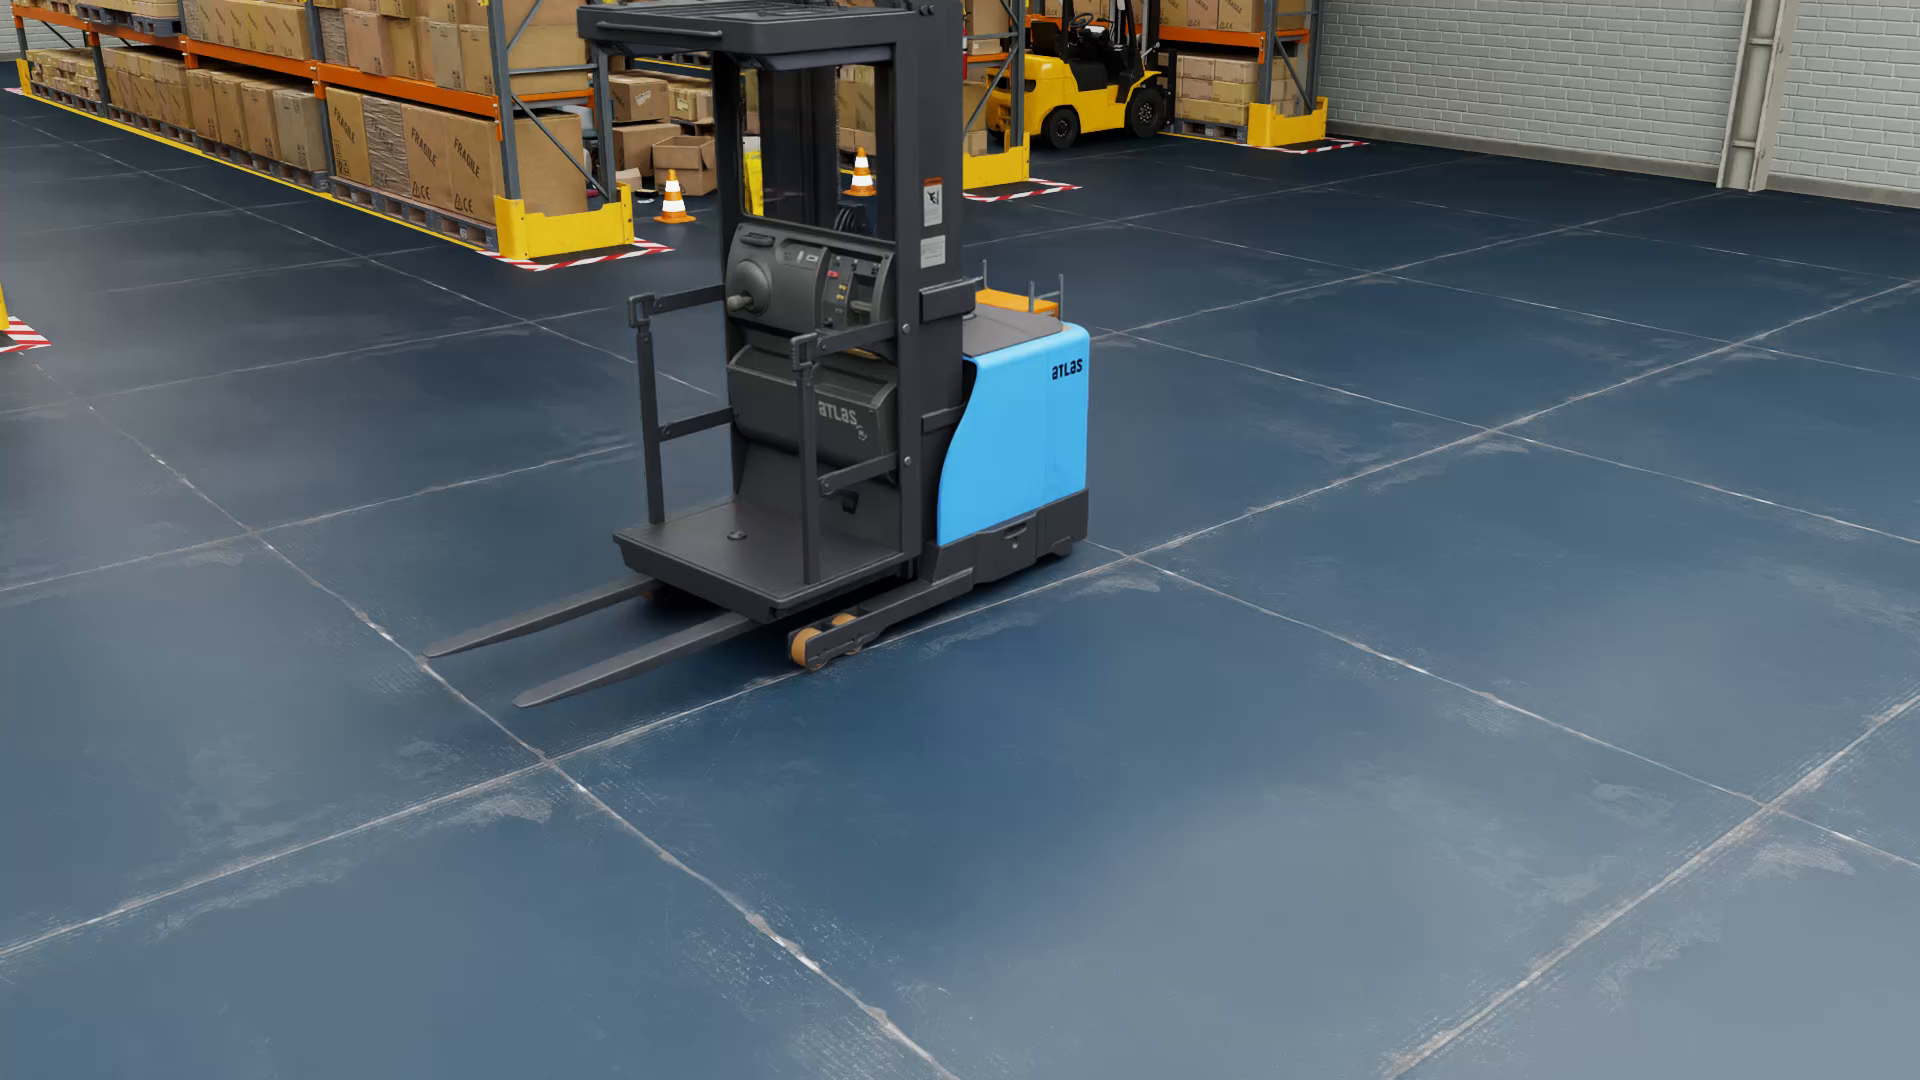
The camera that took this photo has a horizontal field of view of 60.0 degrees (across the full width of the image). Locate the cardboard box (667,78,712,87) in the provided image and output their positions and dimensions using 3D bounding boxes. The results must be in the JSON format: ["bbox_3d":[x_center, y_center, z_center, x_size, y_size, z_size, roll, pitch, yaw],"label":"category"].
[{"bbox_3d":[-3.621,-5.757,21.597,0.950,0.372,0.625,-16,27,-36],"label":"cardboard box"}]

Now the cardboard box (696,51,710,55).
[{"bbox_3d":[-4.400,-8.596,29.152,0.380,0.149,0.250,-18,28,-39],"label":"cardboard box"}]

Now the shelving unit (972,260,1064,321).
[{"bbox_3d":[0.227,-0.736,8.218,0.503,1.200,0.258,18,28,39],"label":"shelving unit"}]

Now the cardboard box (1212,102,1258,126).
[{"bbox_3d":[3.473,-5.299,20.594,0.500,0.250,0.500,-17,27,-37],"label":"cardboard box"}]

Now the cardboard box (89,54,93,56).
[{"bbox_3d":[-12.517,-7.048,24.384,0.380,0.149,0.250,-19,28,-39],"label":"cardboard box"}]

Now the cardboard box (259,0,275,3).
[{"bbox_3d":[-7.029,-5.974,17.616,0.700,0.500,0.500,-17,27,-37],"label":"cardboard box"}]

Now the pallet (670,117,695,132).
[{"bbox_3d":[-3.659,-5.505,21.749,1.003,0.211,1.213,-17,27,-37],"label":"pallet"}]

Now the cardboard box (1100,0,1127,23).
[{"bbox_3d":[2.184,-7.016,21.647,0.500,0.500,0.500,-18,28,-38],"label":"cardboard box"}]

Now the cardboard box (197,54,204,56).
[{"bbox_3d":[-9.556,-6.059,21.164,0.500,0.250,0.500,-17,27,-37],"label":"cardboard box"}]

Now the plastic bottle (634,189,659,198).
[{"bbox_3d":[-3.210,-3.521,16.891,0.283,0.061,0.133,12,24,27],"label":"plastic bottle"}]

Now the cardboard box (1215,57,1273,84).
[{"bbox_3d":[3.483,-5.762,20.407,0.500,0.250,0.500,-16,27,-36],"label":"cardboard box"}]

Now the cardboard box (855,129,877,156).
[{"bbox_3d":[-0.802,-4.366,18.211,0.500,0.250,0.500,-17,27,-37],"label":"cardboard box"}]

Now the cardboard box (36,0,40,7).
[{"bbox_3d":[-13.298,-7.889,24.358,0.380,0.149,0.250,-16,26,-35],"label":"cardboard box"}]

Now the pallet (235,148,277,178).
[{"bbox_3d":[-7.395,-4.279,18.619,1.003,0.211,1.213,-17,27,-37],"label":"pallet"}]

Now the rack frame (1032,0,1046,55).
[{"bbox_3d":[1.408,-7.434,22.851,1.000,3.000,0.127,-17,27,-37],"label":"rack frame"}]

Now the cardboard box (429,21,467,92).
[{"bbox_3d":[-4.075,-4.248,14.511,0.875,0.550,0.550,-17,27,-37],"label":"cardboard box"}]

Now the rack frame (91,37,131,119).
[{"bbox_3d":[-11.256,-7.255,22.395,1.000,3.000,0.127,-17,27,-37],"label":"rack frame"}]

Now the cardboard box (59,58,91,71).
[{"bbox_3d":[-12.592,-6.779,23.698,0.380,0.149,0.250,-19,28,-39],"label":"cardboard box"}]

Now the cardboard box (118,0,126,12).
[{"bbox_3d":[-10.148,-6.611,20.519,0.380,0.149,0.250,-16,27,-36],"label":"cardboard box"}]

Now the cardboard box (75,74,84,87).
[{"bbox_3d":[-12.076,-6.415,23.174,0.380,0.149,0.250,-19,28,-39],"label":"cardboard box"}]

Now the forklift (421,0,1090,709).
[{"bbox_3d":[-0.767,-1.054,6.655,1.130,2.935,3.031,19,28,39],"label":"forklift"}]

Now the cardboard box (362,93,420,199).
[{"bbox_3d":[-5.085,-3.813,15.943,0.875,0.875,0.875,-17,27,-37],"label":"cardboard box"}]

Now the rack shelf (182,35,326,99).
[{"bbox_3d":[-7.339,-5.262,18.293,1.077,0.370,4.000,-17,27,-37],"label":"rack shelf"}]

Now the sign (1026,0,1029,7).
[{"bbox_3d":[0.672,-5.678,17.182,0.100,0.325,0.005,-17,27,-37],"label":"sign"}]

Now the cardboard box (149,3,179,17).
[{"bbox_3d":[-9.315,-6.255,19.611,0.380,0.149,0.250,-17,27,-37],"label":"cardboard box"}]

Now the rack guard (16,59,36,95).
[{"bbox_3d":[-13.817,-7.175,25.618,1.175,0.500,0.348,-17,27,-37],"label":"rack guard"}]

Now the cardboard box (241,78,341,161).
[{"bbox_3d":[-7.134,-4.610,18.151,1.050,0.750,0.750,-17,27,-37],"label":"cardboard box"}]

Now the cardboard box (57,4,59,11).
[{"bbox_3d":[-12.475,-7.523,23.422,0.380,0.149,0.250,-18,28,-38],"label":"cardboard box"}]

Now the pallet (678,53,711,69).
[{"bbox_3d":[-4.261,-8.536,29.488,1.003,0.211,1.213,-17,27,-37],"label":"pallet"}]

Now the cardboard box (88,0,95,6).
[{"bbox_3d":[-11.001,-6.970,21.436,0.380,0.149,0.250,-17,27,-37],"label":"cardboard box"}]

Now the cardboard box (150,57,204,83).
[{"bbox_3d":[-9.627,-5.794,20.488,0.500,0.250,0.500,-17,27,-37],"label":"cardboard box"}]

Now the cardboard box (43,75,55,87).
[{"bbox_3d":[-13.283,-6.791,24.543,0.380,0.149,0.250,-17,27,-37],"label":"cardboard box"}]

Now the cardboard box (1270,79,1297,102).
[{"bbox_3d":[3.870,-5.656,20.821,0.500,0.250,0.500,-17,27,-36],"label":"cardboard box"}]

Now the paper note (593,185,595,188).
[{"bbox_3d":[-3.761,-3.719,17.449,0.172,0.023,0.155,-8,23,-19],"label":"paper note"}]

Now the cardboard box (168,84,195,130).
[{"bbox_3d":[-9.272,-5.301,20.258,0.500,0.500,0.500,-18,27,-38],"label":"cardboard box"}]

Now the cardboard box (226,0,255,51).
[{"bbox_3d":[-7.570,-5.591,18.008,0.500,0.500,0.500,-18,28,-38],"label":"cardboard box"}]

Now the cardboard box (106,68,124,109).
[{"bbox_3d":[-10.974,-6.019,22.091,0.500,0.500,0.500,-16,27,-35],"label":"cardboard box"}]

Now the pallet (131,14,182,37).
[{"bbox_3d":[-9.190,-6.232,20.046,1.213,0.211,1.003,-17,27,-37],"label":"pallet"}]

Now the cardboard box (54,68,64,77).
[{"bbox_3d":[-13.026,-6.878,24.357,0.380,0.149,0.250,-19,28,-40],"label":"cardboard box"}]

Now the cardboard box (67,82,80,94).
[{"bbox_3d":[-12.445,-6.436,23.638,0.380,0.149,0.250,-18,27,-38],"label":"cardboard box"}]

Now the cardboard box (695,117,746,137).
[{"bbox_3d":[-2.681,-4.468,18.704,0.500,0.500,0.500,0,21,-1],"label":"cardboard box"}]

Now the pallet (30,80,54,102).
[{"bbox_3d":[-13.313,-6.808,25.077,1.003,0.211,1.213,-17,27,-37],"label":"pallet"}]

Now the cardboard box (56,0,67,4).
[{"bbox_3d":[-12.123,-7.650,22.859,0.500,0.500,0.500,-18,28,-39],"label":"cardboard box"}]

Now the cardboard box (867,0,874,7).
[{"bbox_3d":[-0.625,-5.555,17.509,0.500,0.500,0.500,-17,27,-37],"label":"cardboard box"}]

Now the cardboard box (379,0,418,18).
[{"bbox_3d":[-4.771,-5.057,15.095,0.875,0.550,0.500,-17,27,-37],"label":"cardboard box"}]

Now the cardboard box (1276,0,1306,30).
[{"bbox_3d":[3.906,-6.578,20.529,0.500,0.500,0.500,-16,27,-36],"label":"cardboard box"}]

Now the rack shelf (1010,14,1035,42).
[{"bbox_3d":[0.103,-7.651,24.393,1.077,0.370,4.000,-17,27,-37],"label":"rack shelf"}]

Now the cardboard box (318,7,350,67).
[{"bbox_3d":[-5.784,-5.016,16.471,0.875,0.550,0.550,-17,27,-37],"label":"cardboard box"}]

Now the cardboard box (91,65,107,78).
[{"bbox_3d":[-11.685,-6.437,22.822,0.380,0.149,0.250,-17,27,-36],"label":"cardboard box"}]

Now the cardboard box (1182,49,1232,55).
[{"bbox_3d":[3.202,-6.165,21.435,0.500,0.250,0.500,-18,27,-38],"label":"cardboard box"}]

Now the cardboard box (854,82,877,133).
[{"bbox_3d":[-0.802,-4.713,18.071,0.500,0.500,0.500,-16,27,-36],"label":"cardboard box"}]

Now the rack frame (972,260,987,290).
[{"bbox_3d":[0.047,-0.796,8.371,0.015,1.200,0.240,18,28,39],"label":"rack frame"}]

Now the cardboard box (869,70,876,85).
[{"bbox_3d":[-0.749,-4.957,17.804,0.380,0.149,0.250,-16,27,-36],"label":"cardboard box"}]

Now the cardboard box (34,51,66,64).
[{"bbox_3d":[-13.443,-7.132,24.598,0.380,0.149,0.250,-18,27,-38],"label":"cardboard box"}]
